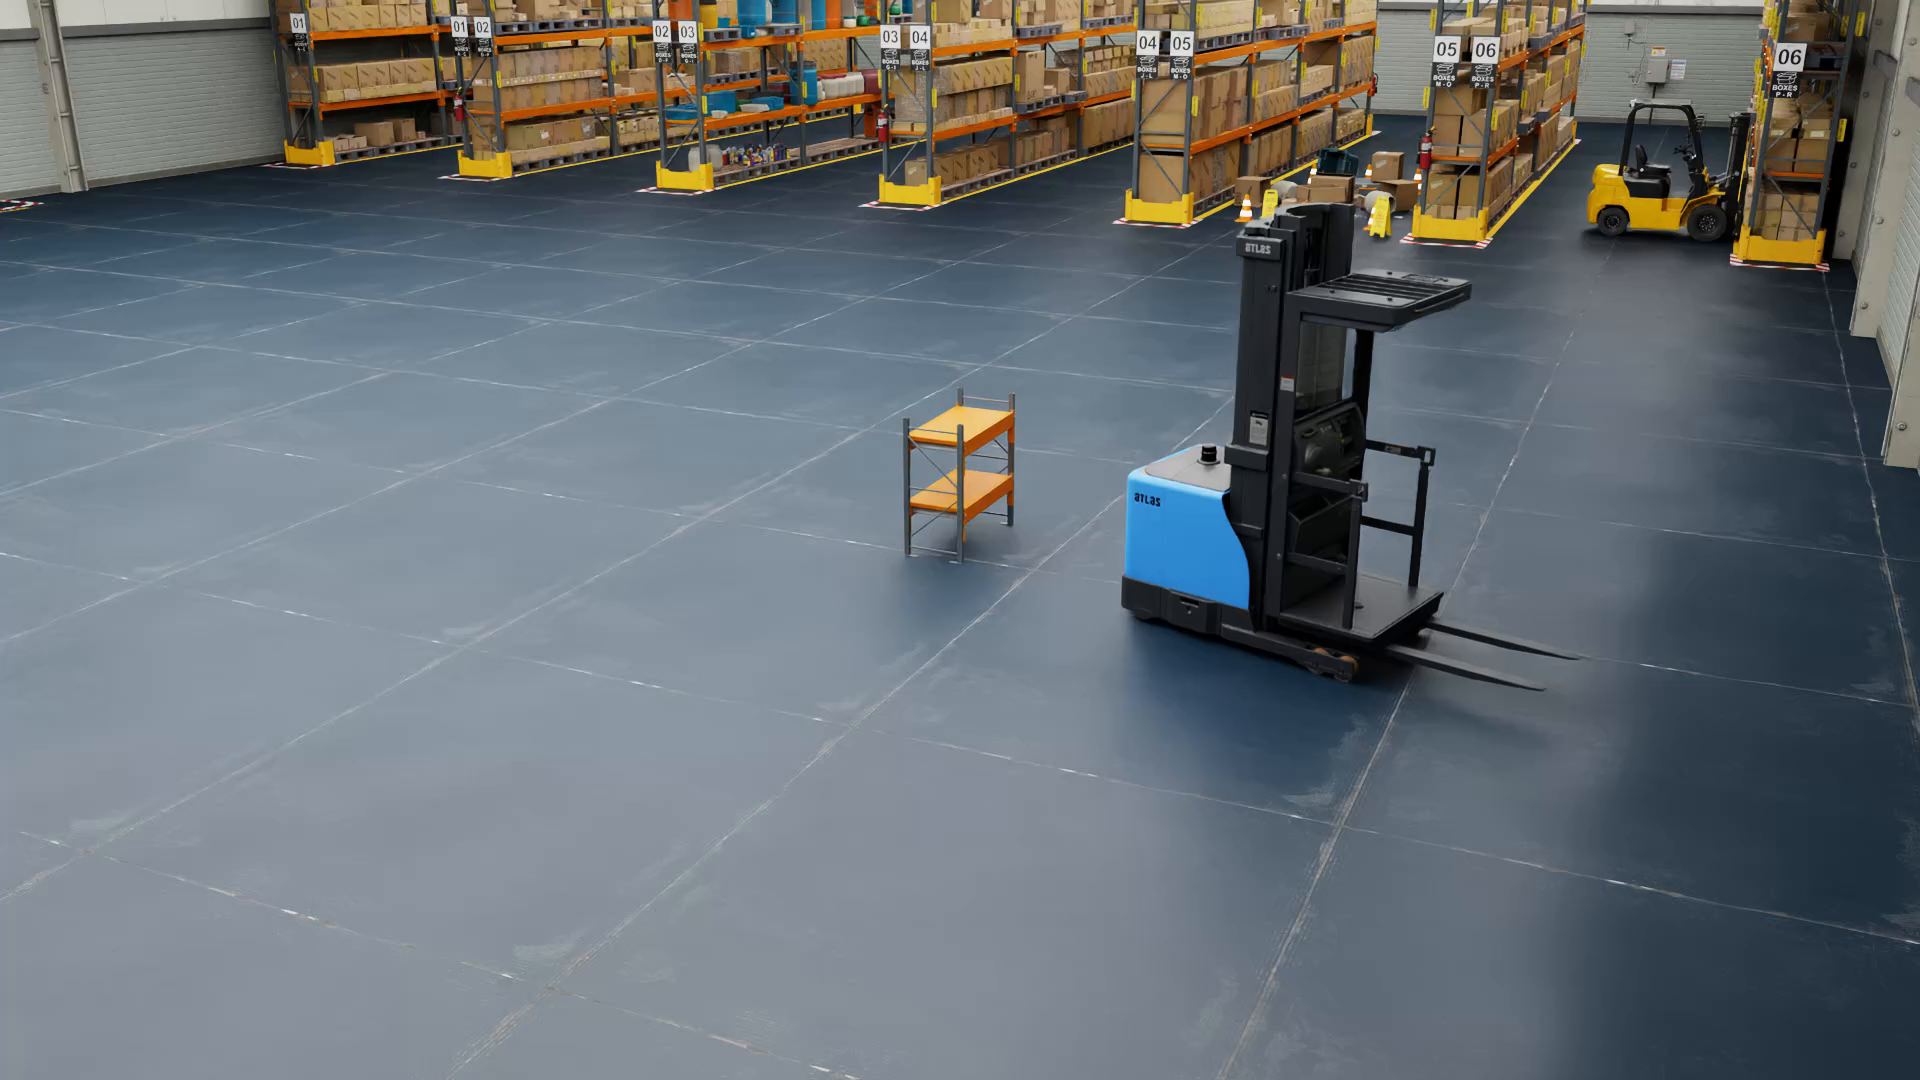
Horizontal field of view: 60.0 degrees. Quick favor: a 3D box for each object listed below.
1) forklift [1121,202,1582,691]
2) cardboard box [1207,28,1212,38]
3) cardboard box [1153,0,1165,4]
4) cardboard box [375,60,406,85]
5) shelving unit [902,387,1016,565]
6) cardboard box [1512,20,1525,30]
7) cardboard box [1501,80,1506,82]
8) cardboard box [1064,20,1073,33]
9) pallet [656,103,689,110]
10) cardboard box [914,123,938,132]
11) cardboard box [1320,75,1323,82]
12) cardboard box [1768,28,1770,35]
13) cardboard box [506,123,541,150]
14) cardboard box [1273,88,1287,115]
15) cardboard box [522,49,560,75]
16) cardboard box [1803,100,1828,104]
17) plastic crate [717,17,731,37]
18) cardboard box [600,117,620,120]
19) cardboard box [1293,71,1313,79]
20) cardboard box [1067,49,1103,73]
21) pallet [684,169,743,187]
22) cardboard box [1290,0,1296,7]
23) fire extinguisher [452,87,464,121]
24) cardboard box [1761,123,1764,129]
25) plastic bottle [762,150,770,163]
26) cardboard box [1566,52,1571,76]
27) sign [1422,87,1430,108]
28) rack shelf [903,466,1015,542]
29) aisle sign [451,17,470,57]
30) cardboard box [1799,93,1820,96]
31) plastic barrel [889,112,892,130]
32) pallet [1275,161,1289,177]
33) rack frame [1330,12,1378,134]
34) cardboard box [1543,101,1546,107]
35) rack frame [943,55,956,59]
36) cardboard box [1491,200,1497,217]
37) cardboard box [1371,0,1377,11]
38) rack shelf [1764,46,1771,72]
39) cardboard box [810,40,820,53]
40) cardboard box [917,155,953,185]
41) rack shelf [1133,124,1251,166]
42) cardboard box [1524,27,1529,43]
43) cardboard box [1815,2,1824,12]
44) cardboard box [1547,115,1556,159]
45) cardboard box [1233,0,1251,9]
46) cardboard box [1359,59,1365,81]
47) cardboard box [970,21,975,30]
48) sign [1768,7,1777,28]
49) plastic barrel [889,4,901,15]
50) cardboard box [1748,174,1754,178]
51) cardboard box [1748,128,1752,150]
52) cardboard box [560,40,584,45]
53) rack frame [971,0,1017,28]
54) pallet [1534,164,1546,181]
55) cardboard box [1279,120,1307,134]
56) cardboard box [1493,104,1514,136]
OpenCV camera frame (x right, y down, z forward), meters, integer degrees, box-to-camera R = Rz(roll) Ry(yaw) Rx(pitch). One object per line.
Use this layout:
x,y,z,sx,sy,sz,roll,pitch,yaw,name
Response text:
2.617,-0.655,10.937,3.031,2.935,1.130,15,25,37,forklift
4.152,-8.811,28.890,0.380,0.149,0.250,9,21,23,cardboard box
4.776,-13.693,42.093,0.700,0.500,0.500,10,22,25,cardboard box
-13.217,-10.828,38.515,0.500,0.500,0.500,8,21,21,cardboard box
0.003,-0.532,13.286,0.538,1.125,1.048,9,21,23,shelving unit
9.566,-8.920,28.781,0.380,0.149,0.250,9,22,24,cardboard box
10.106,-8.497,31.665,0.500,0.500,0.500,9,22,25,cardboard box
2.143,-11.223,36.297,0.500,0.250,0.500,8,21,23,cardboard box
-8.734,-12.757,49.025,1.003,0.211,1.213,9,21,23,pallet
-0.637,-7.703,31.028,0.380,0.149,0.250,9,21,23,cardboard box
8.016,-10.476,37.752,0.380,0.149,0.250,7,21,20,cardboard box
16.274,-10.013,32.894,0.500,0.250,0.500,9,21,23,cardboard box
-9.382,-8.670,35.729,0.500,0.500,0.500,9,21,23,cardboard box
6.438,-9.069,34.344,0.500,0.500,0.500,8,21,22,cardboard box
-9.162,-10.412,36.185,0.700,0.500,0.500,9,21,23,cardboard box
14.382,-7.304,27.970,0.380,0.149,0.250,9,21,23,cardboard box
-4.984,-10.477,34.000,0.392,0.384,0.575,9,21,23,plastic crate
-8.258,-9.840,39.302,0.500,0.311,0.500,9,22,24,cardboard box
7.584,-10.297,36.806,0.380,0.149,0.250,10,22,25,cardboard box
2.888,-11.153,38.706,0.797,0.503,0.637,9,22,24,cardboard box
-5.165,-7.410,33.991,1.003,0.211,1.213,9,21,23,pallet
7.225,-11.878,36.623,0.396,0.266,0.258,9,21,23,cardboard box
-10.480,-9.119,34.749,0.296,0.674,0.183,9,21,23,fire extinguisher
12.989,-6.620,26.491,0.380,0.149,0.250,9,21,23,cardboard box
-4.134,-8.151,35.320,0.152,0.276,0.135,9,21,24,plastic bottle
13.612,-10.860,37.888,0.500,0.500,0.500,8,21,22,cardboard box
7.571,-7.184,26.994,0.100,0.325,0.005,9,21,23,sign
0.003,-0.302,13.368,0.538,0.278,1.000,9,21,23,rack shelf
-10.303,-10.373,34.280,0.394,0.787,0.004,9,21,23,aisle sign
15.921,-8.303,31.223,0.380,0.149,0.250,9,22,24,cardboard box
-1.880,-10.255,40.914,0.421,0.512,0.421,0,20,0,plastic barrel
6.396,-7.957,35.528,1.003,0.211,1.213,9,21,23,pallet
10.064,-11.947,42.586,1.000,3.000,0.127,9,21,23,rack frame
11.775,-8.898,34.235,0.500,0.250,0.500,8,21,22,cardboard box
-0.576,-12.115,43.059,1.000,3.000,0.127,9,21,23,rack frame
8.868,-5.674,28.423,0.500,0.250,0.500,9,22,25,cardboard box
10.107,-13.350,41.530,0.500,0.250,0.500,8,21,21,cardboard box
15.056,-8.636,29.873,1.077,0.370,4.000,9,21,23,rack shelf
-4.222,-13.735,45.971,0.500,0.500,0.500,8,21,21,cardboard box
-0.487,-7.164,32.239,0.500,0.500,0.500,15,25,37,cardboard box
4.331,-7.328,30.672,1.077,0.370,4.000,9,21,23,rack shelf
9.772,-8.941,29.436,0.500,0.250,0.500,8,21,22,cardboard box
17.975,-11.227,35.117,0.500,0.250,0.500,8,21,22,cardboard box
12.440,-8.795,36.267,0.875,0.875,0.875,9,22,24,cardboard box
5.187,-9.962,30.935,0.380,0.149,0.250,8,21,22,cardboard box
9.700,-11.649,41.153,0.500,0.500,0.500,9,21,23,cardboard box
0.071,-9.908,32.004,0.380,0.149,0.250,8,21,21,cardboard box
13.738,-8.827,28.095,0.100,0.325,0.005,9,21,23,sign
-1.571,-12.723,39.896,0.294,0.245,0.294,0,20,0,plastic barrel
13.341,-5.911,27.596,0.500,0.250,0.500,9,22,25,cardboard box
18.004,-8.892,37.098,0.700,0.500,0.500,8,21,21,cardboard box
-10.411,-13.223,44.432,0.500,0.250,0.500,9,21,23,cardboard box
0.666,-11.817,33.266,1.000,3.000,0.127,9,21,23,rack frame
11.737,-7.770,35.002,1.003,0.211,1.213,9,21,23,pallet
7.291,-9.053,36.431,0.500,0.250,0.500,8,21,20,cardboard box
9.339,-7.330,29.011,0.500,0.500,0.500,9,22,24,cardboard box
